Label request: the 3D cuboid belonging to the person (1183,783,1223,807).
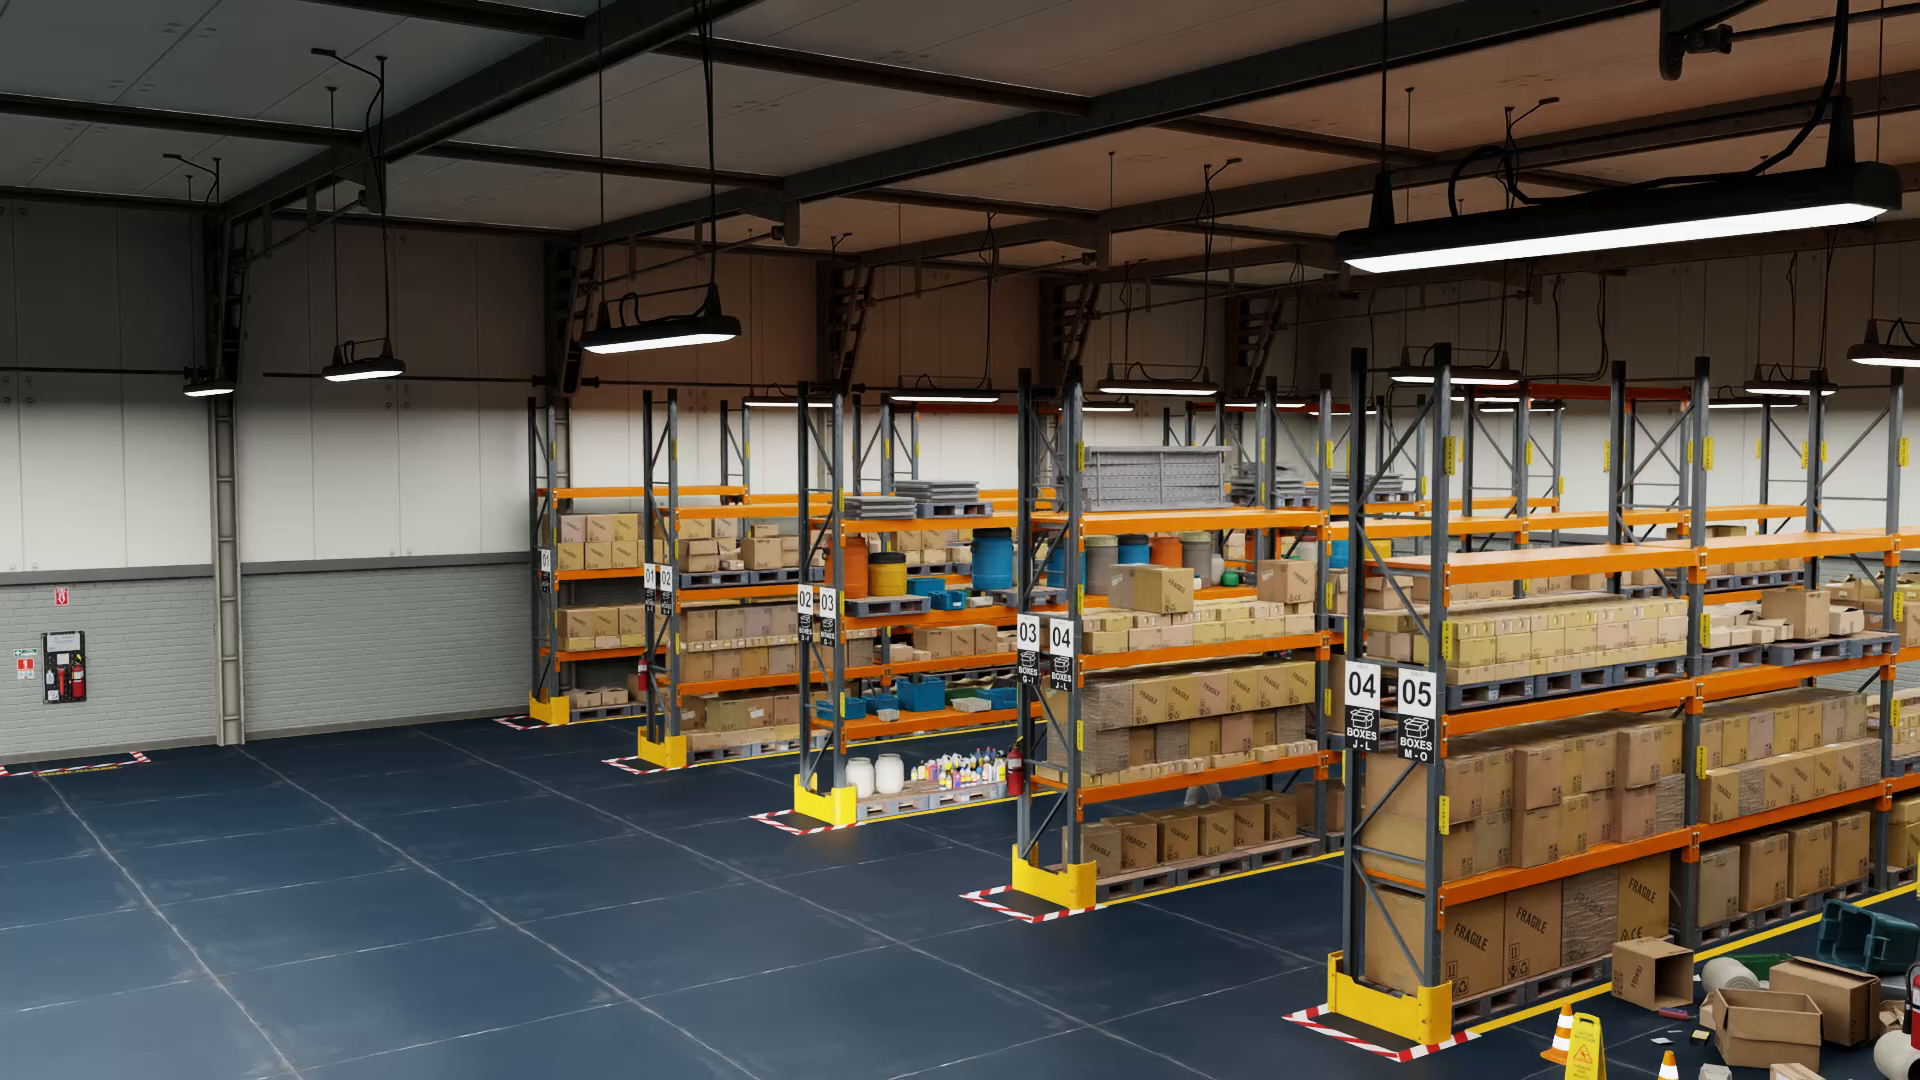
[{"bbox_3d":[3.246,2.948,22.700,0.841,1.734,0.590,0,3,-6],"label":"person"}]
